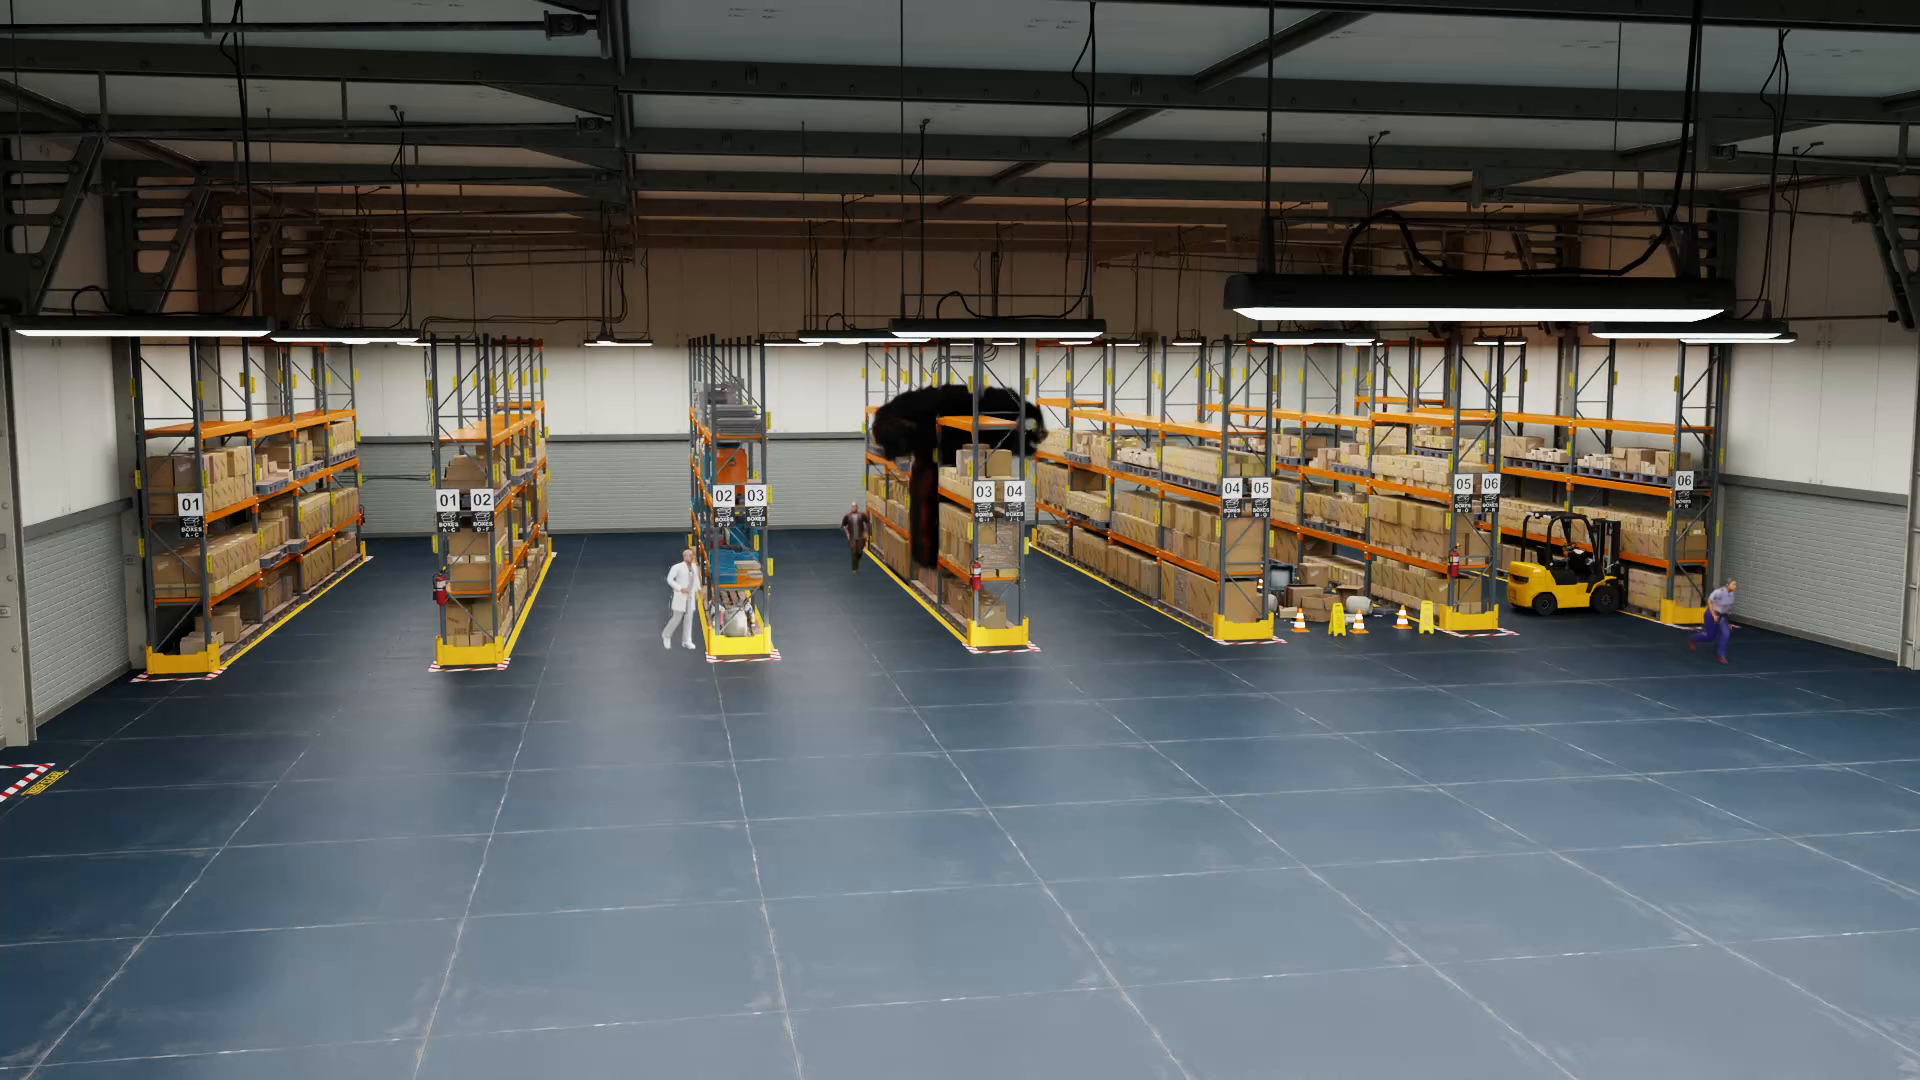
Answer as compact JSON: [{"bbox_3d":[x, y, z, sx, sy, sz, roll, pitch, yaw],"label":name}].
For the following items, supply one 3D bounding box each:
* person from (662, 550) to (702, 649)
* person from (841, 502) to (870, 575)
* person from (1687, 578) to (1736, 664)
[{"bbox_3d":[-5.022,1.087,30.522,0.882,1.812,0.772,6,9,42],"label":"person"},{"bbox_3d":[-2.531,-0.047,40.391,0.711,1.768,0.716,0,7,-3],"label":"person"},{"bbox_3d":[13.905,1.453,30.733,0.615,1.609,0.897,-4,8,-34],"label":"person"}]
